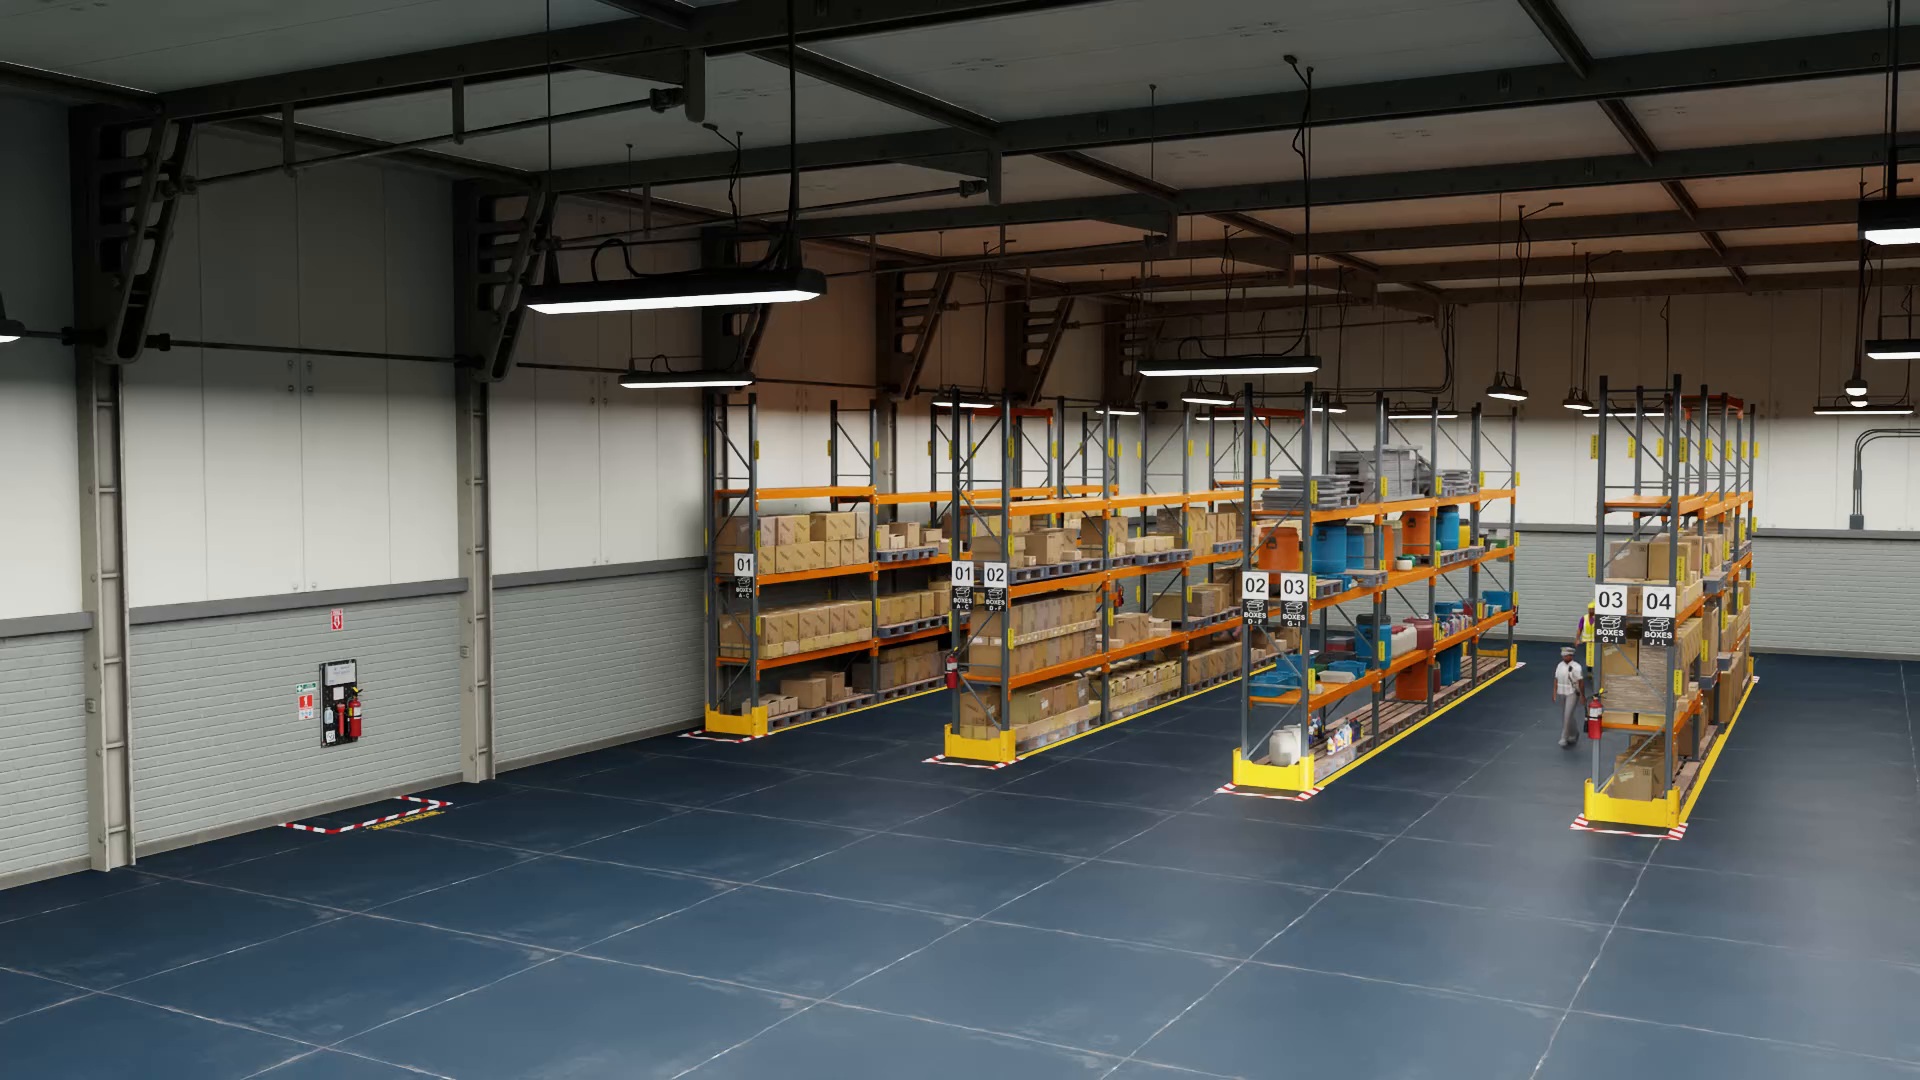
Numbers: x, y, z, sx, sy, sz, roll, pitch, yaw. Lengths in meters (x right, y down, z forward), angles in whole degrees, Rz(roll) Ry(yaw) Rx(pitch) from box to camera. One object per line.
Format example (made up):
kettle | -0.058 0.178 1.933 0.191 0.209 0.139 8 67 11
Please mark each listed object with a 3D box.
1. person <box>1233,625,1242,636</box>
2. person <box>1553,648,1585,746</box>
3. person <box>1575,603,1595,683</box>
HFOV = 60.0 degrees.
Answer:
person | 7.213 1.889 42.349 0.743 1.652 0.482 0 3 2
person | 10.288 2.640 28.213 0.890 1.628 0.514 -2 4 -34
person | 13.640 2.204 35.870 0.690 1.711 1.093 1 3 26
